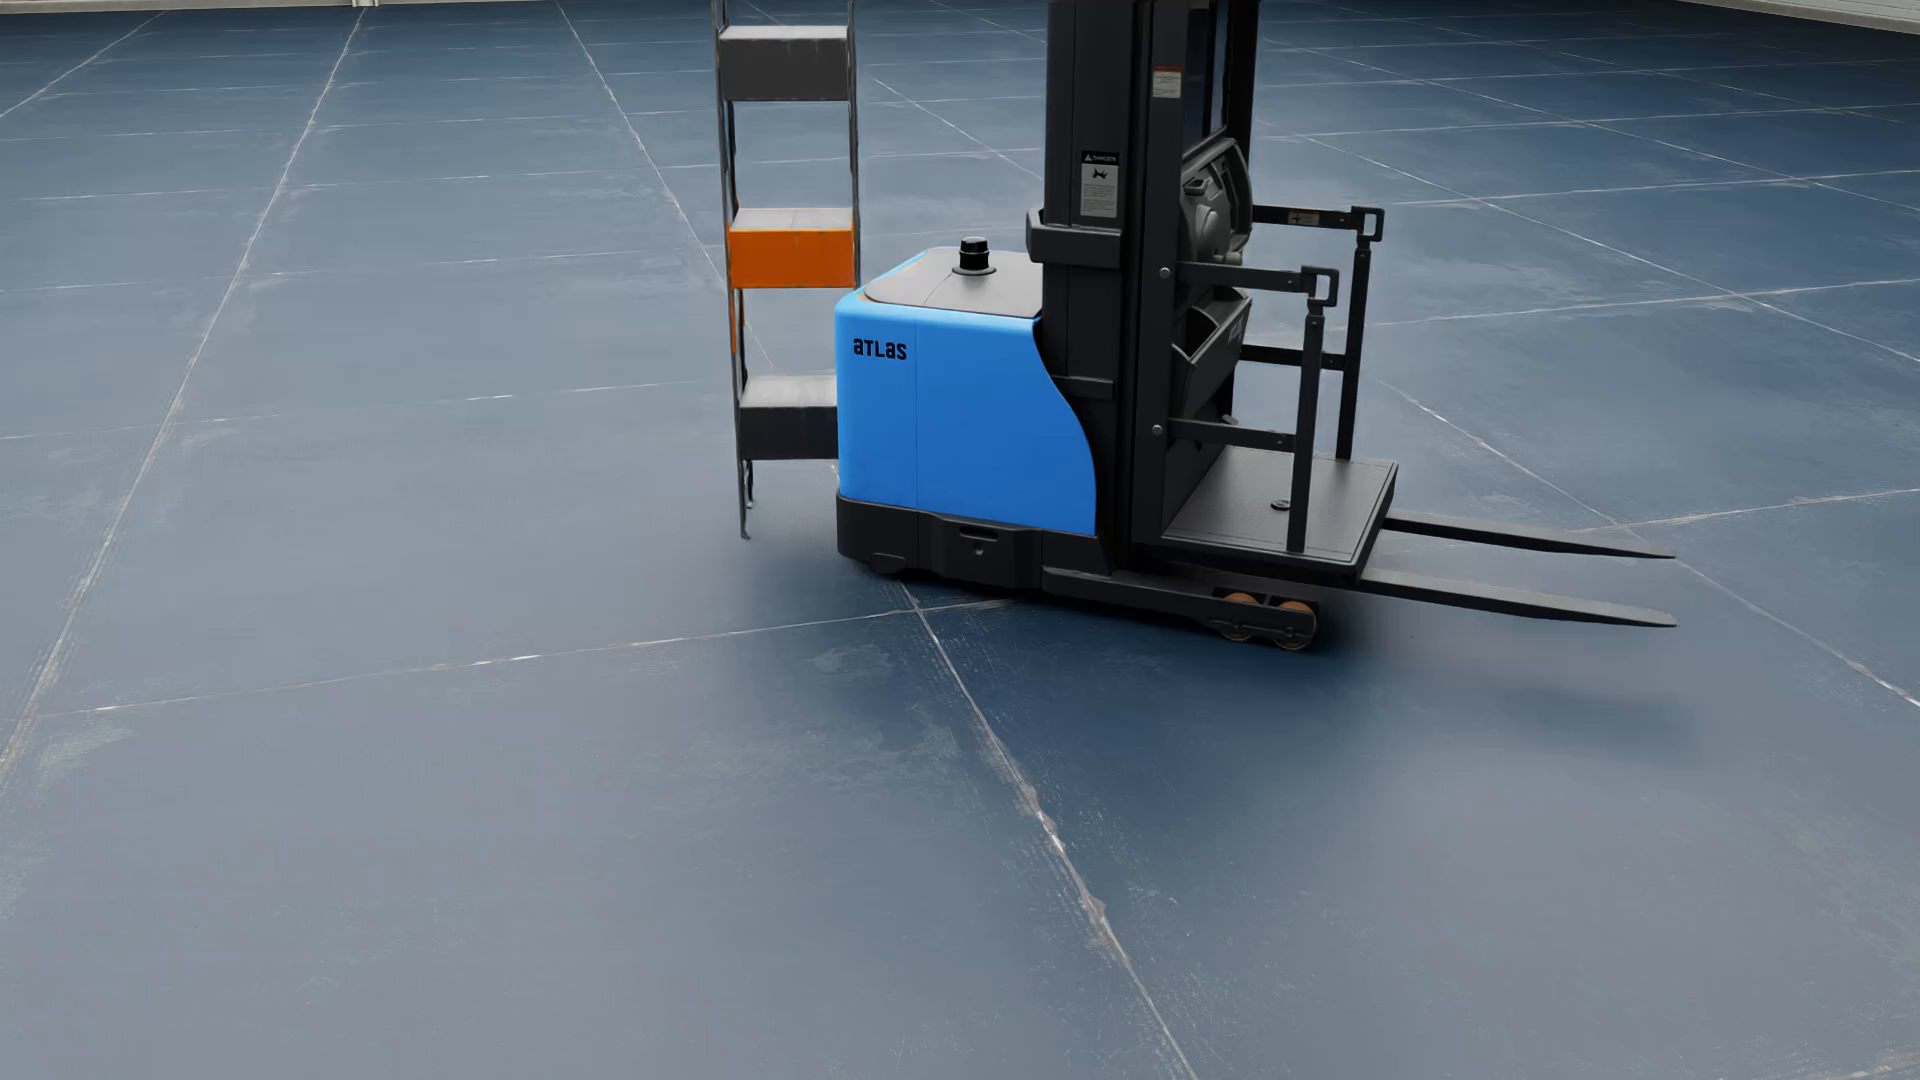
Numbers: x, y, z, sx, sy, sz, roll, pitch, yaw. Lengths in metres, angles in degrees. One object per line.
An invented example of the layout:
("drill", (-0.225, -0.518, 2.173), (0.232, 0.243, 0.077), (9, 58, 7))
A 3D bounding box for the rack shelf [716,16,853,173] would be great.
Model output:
("rack shelf", (-0.647, -1.688, 6.280), (0.480, 0.518, 0.431), (-1, 23, -2))

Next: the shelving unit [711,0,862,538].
("shelving unit", (-0.647, -1.057, 6.550), (0.503, 2.100, 0.431), (-1, 23, -2))

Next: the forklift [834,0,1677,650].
("forklift", (1.093, -1.198, 5.825), (3.031, 2.935, 1.130), (9, 25, 20))

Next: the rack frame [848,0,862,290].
("rack frame", (-0.403, -1.060, 6.558), (0.015, 2.100, 0.400), (-1, 23, -2))

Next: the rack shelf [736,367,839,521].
("rack shelf", (-0.647, -0.401, 6.832), (0.480, 0.518, 0.431), (-1, 23, -2))

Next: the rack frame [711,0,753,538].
("rack frame", (-0.890, -1.054, 6.543), (0.015, 2.100, 0.400), (-1, 23, -2))

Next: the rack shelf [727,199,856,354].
("rack shelf", (-0.647, -1.044, 6.556), (0.480, 0.518, 0.431), (-1, 23, -2))

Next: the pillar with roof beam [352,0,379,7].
("pillar with roof beam", (-8.450, -11.153, 21.331), (0.400, 9.000, 9.100), (-6, 24, -14))
